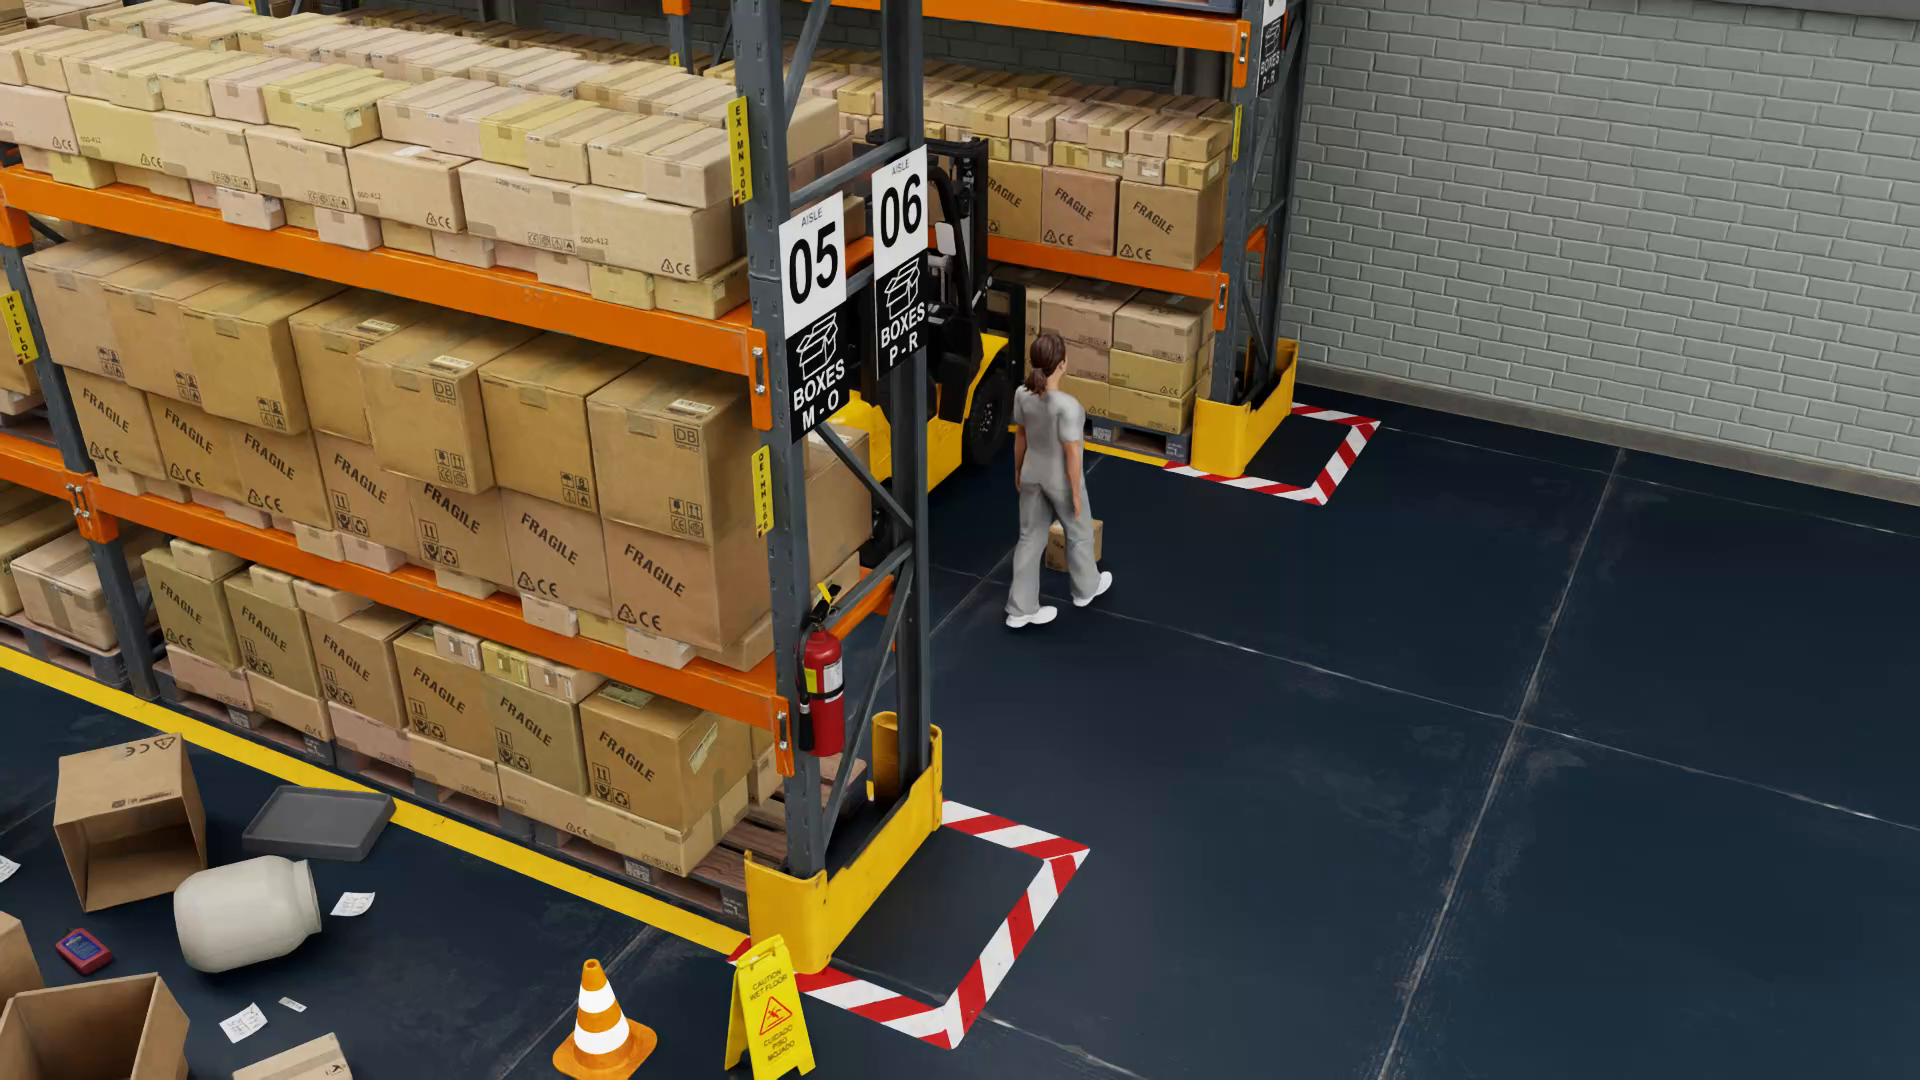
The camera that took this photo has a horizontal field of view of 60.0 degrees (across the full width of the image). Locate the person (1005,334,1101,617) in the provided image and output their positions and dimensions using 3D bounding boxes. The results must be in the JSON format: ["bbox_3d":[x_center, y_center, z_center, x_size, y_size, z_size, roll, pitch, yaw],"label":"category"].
[{"bbox_3d":[0.502,-0.347,8.825,0.465,1.592,0.607,25,39,36],"label":"person"}]
